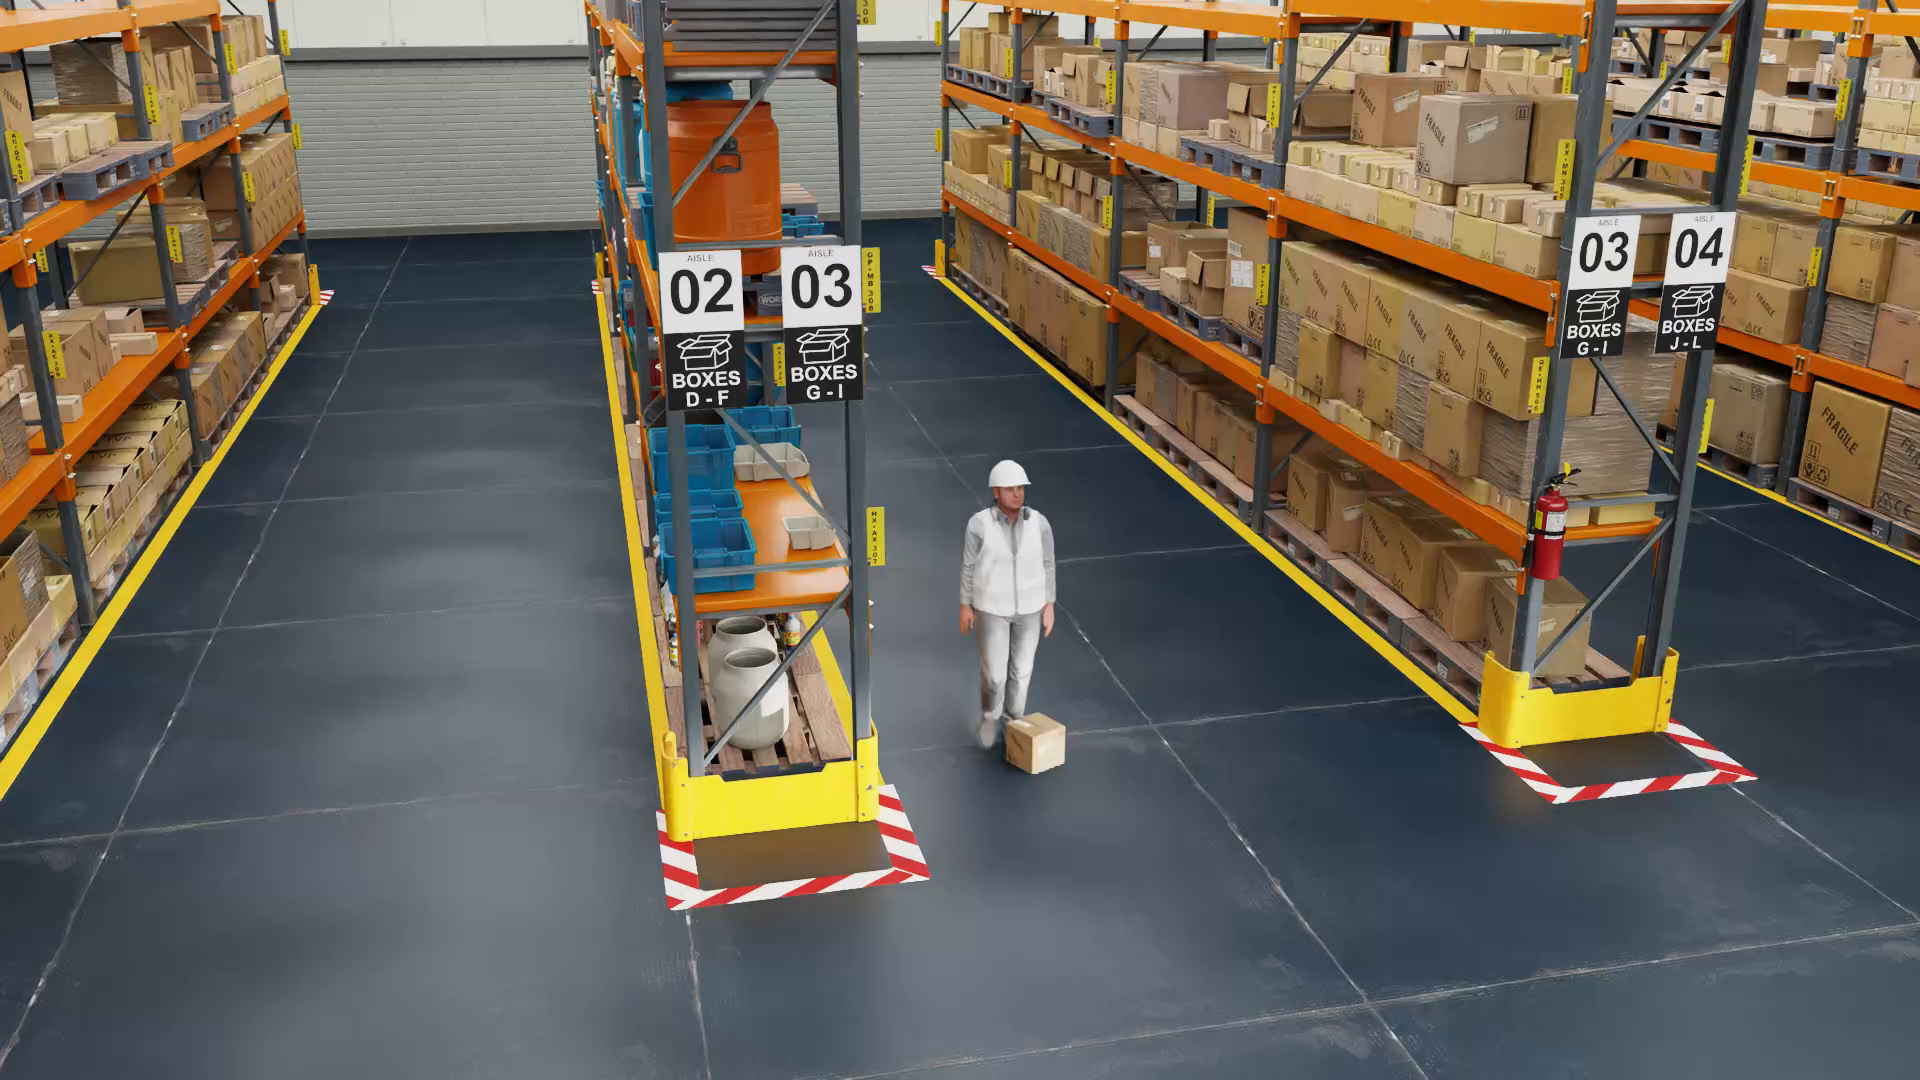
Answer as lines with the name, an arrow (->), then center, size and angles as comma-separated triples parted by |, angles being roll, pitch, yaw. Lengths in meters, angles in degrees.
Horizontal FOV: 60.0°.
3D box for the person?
person -> 0.301, 0.420, 9.784 | 0.577, 1.783, 0.476 | -4, 20, -12
